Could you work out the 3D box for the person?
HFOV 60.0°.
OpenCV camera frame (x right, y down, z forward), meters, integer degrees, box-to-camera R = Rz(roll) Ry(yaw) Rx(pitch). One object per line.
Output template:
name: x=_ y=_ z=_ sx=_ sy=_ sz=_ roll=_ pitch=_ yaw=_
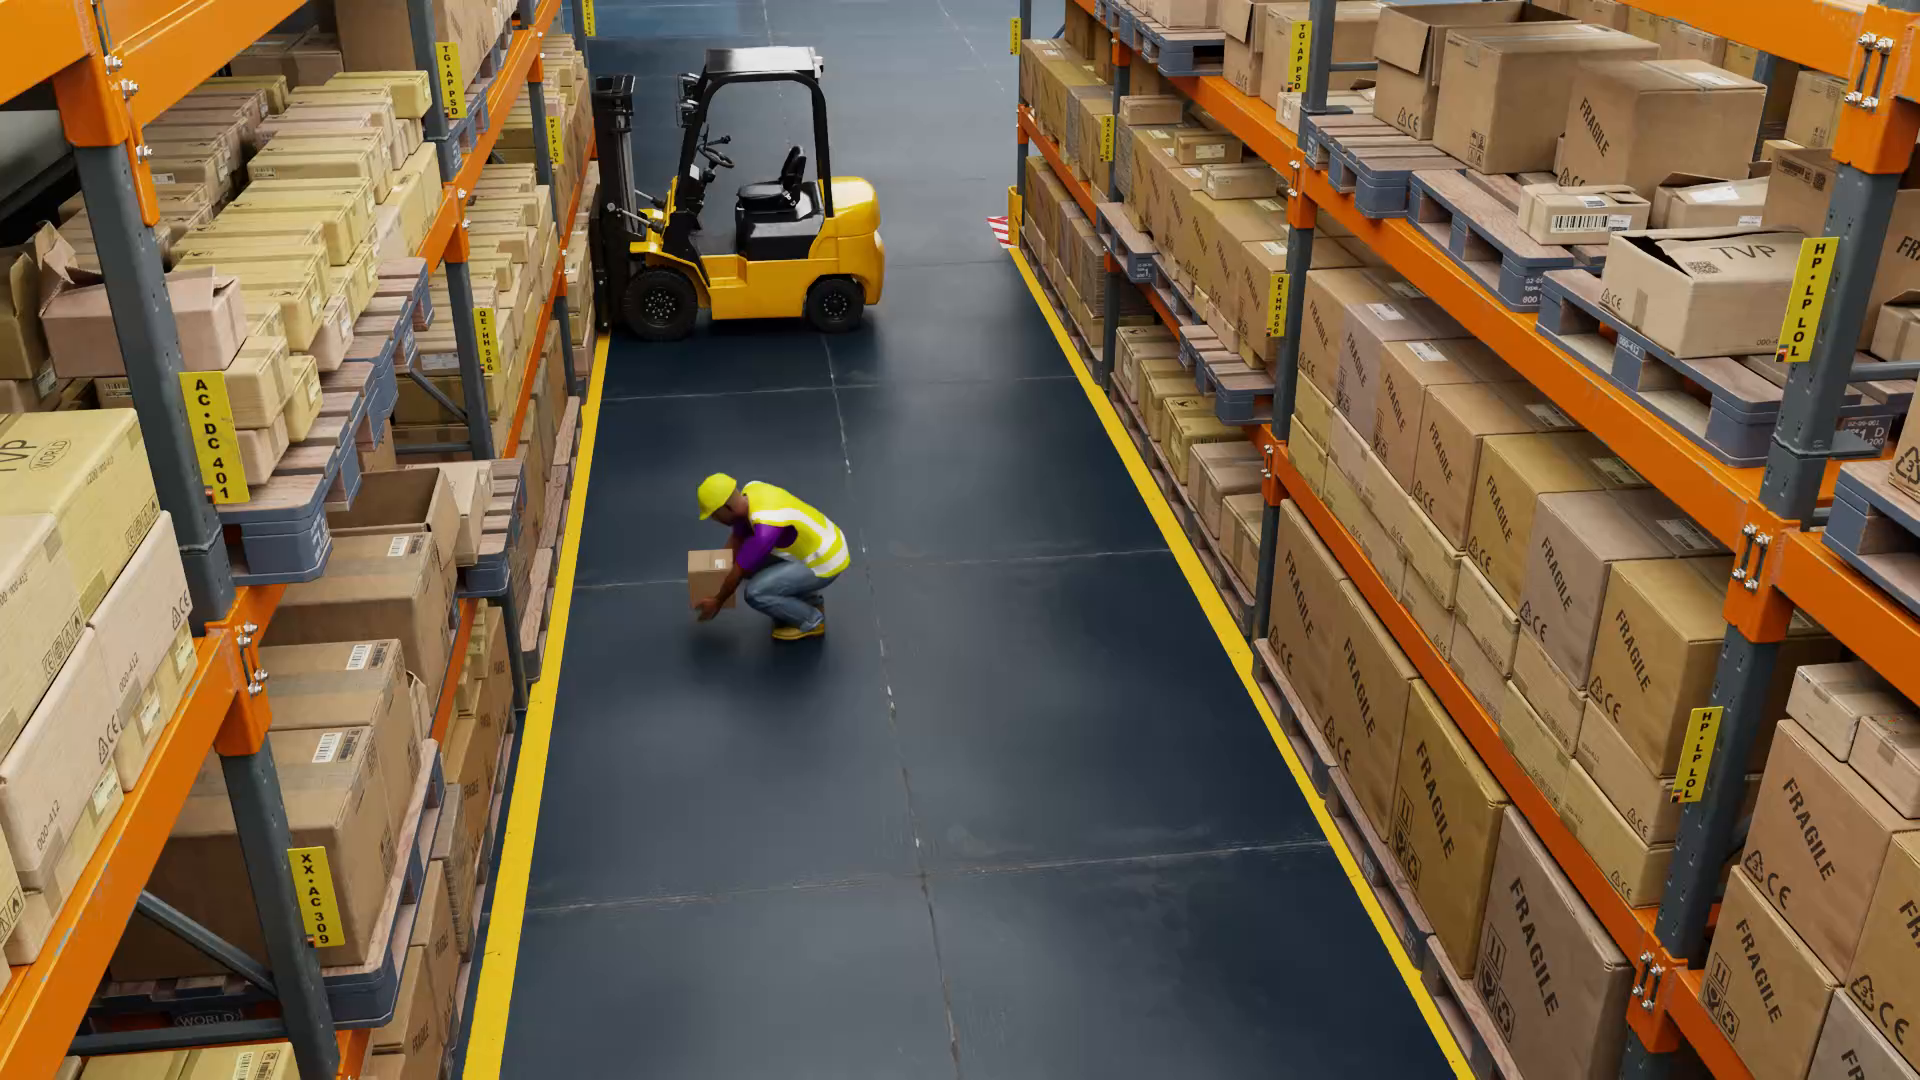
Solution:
person: x=-1.068 y=0.060 z=9.323 sx=0.893 sy=1.005 sz=0.565 roll=-4 pitch=27 yaw=-8
